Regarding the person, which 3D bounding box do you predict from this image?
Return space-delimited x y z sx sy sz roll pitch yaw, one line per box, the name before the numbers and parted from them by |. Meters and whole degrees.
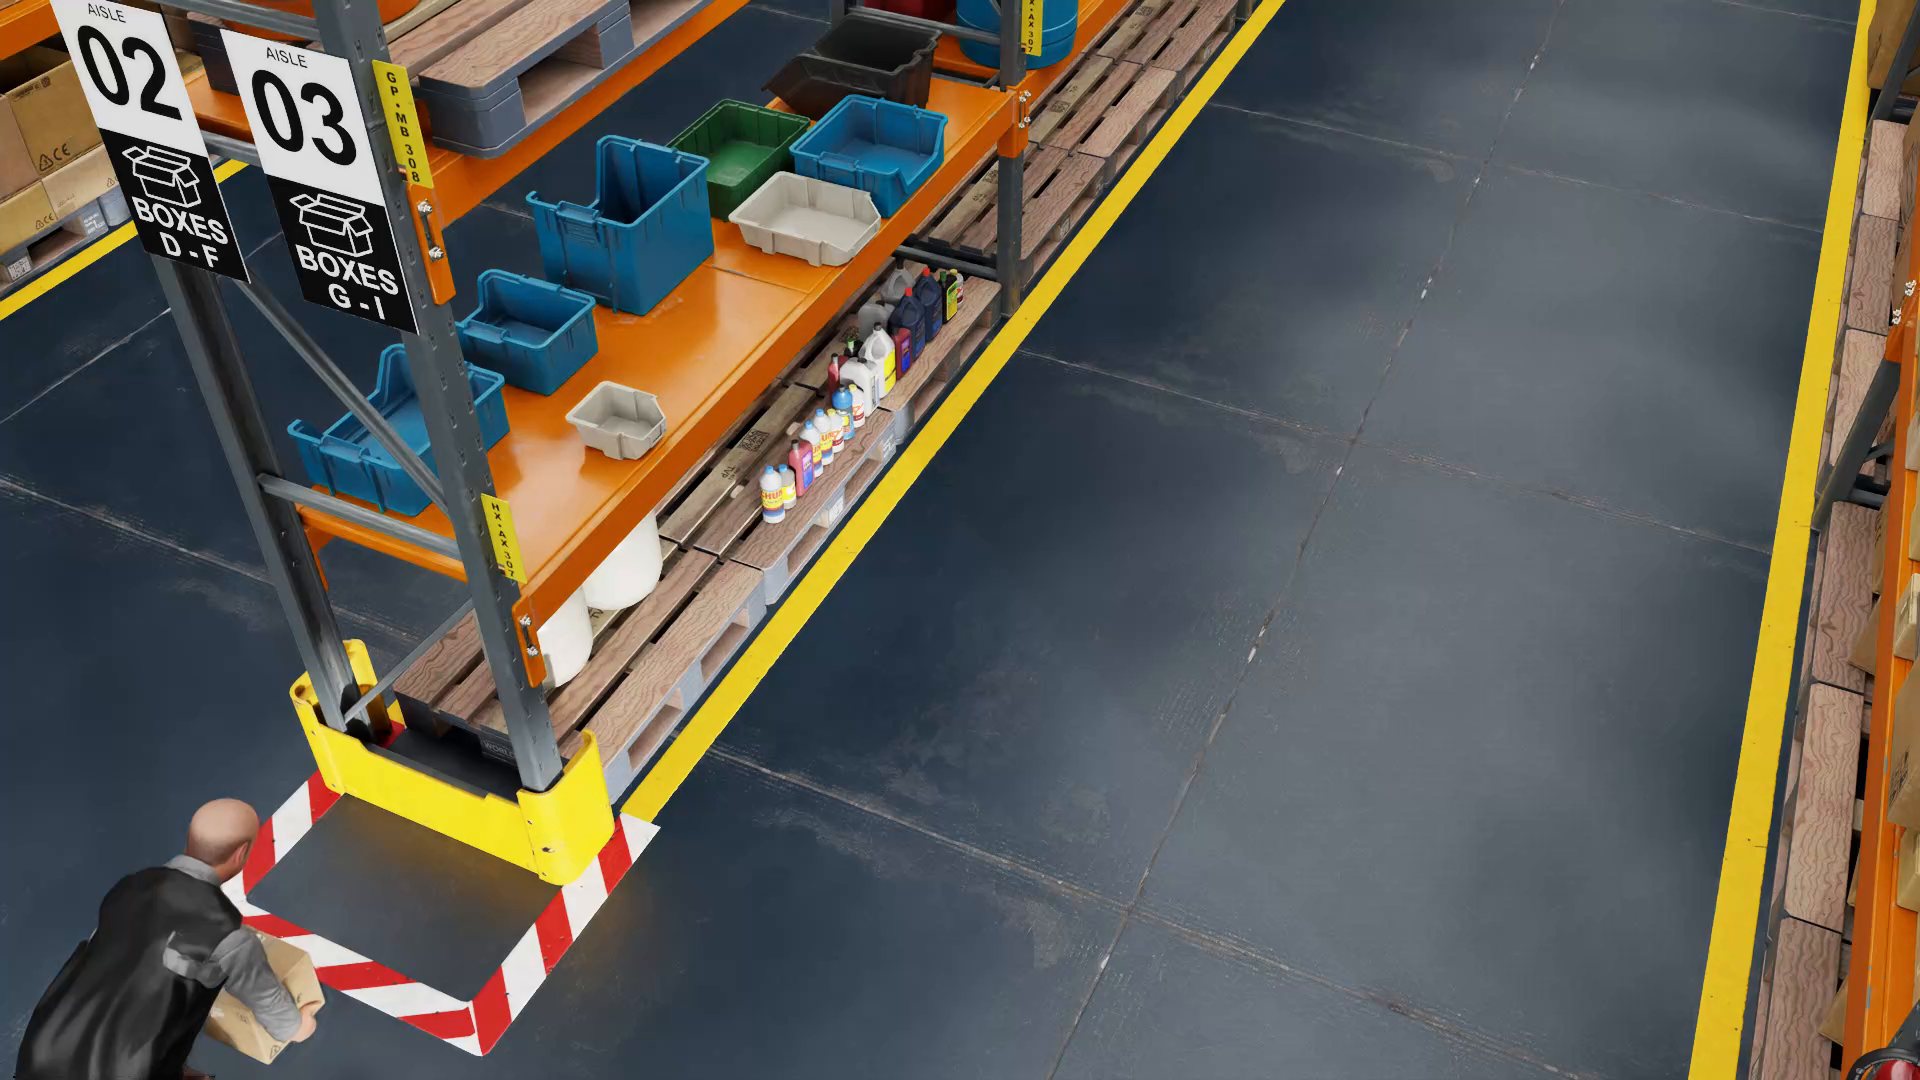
person | -2.224 1.462 4.859 0.469 1.298 0.897 16 44 17
